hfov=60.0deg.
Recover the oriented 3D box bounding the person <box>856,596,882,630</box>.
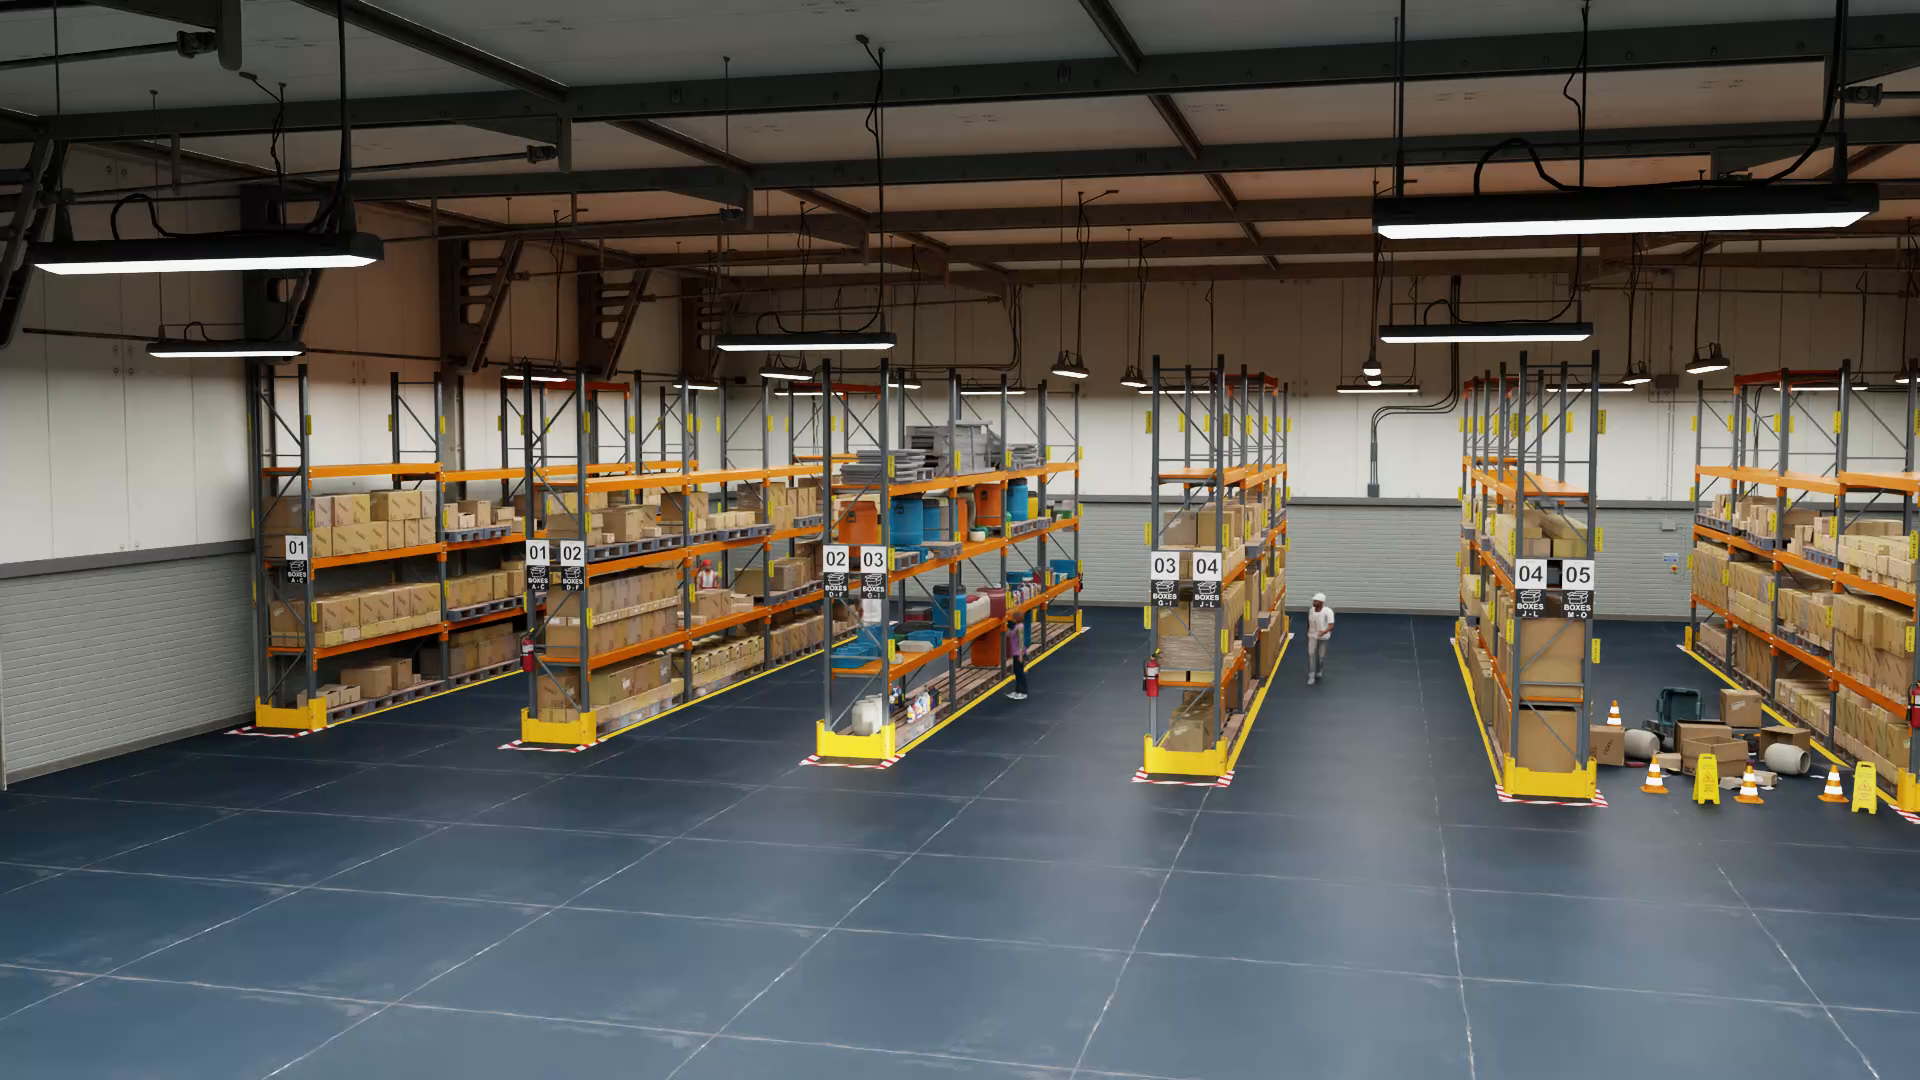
[{"bbox_3d":[-1.854,1.709,34.845,0.718,1.731,1.091,1,4,10],"label":"person"}]

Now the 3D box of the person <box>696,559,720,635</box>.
[{"bbox_3d":[-6.104,1.353,40.073,0.515,1.770,0.885,1,4,11],"label":"person"}]

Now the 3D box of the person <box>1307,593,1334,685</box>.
[{"bbox_3d":[7.045,1.910,32.504,0.510,1.748,0.994,1,4,14],"label":"person"}]

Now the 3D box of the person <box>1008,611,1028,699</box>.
[{"bbox_3d":[1.061,2.084,30.202,0.343,1.605,0.472,0,4,-7],"label":"person"}]
